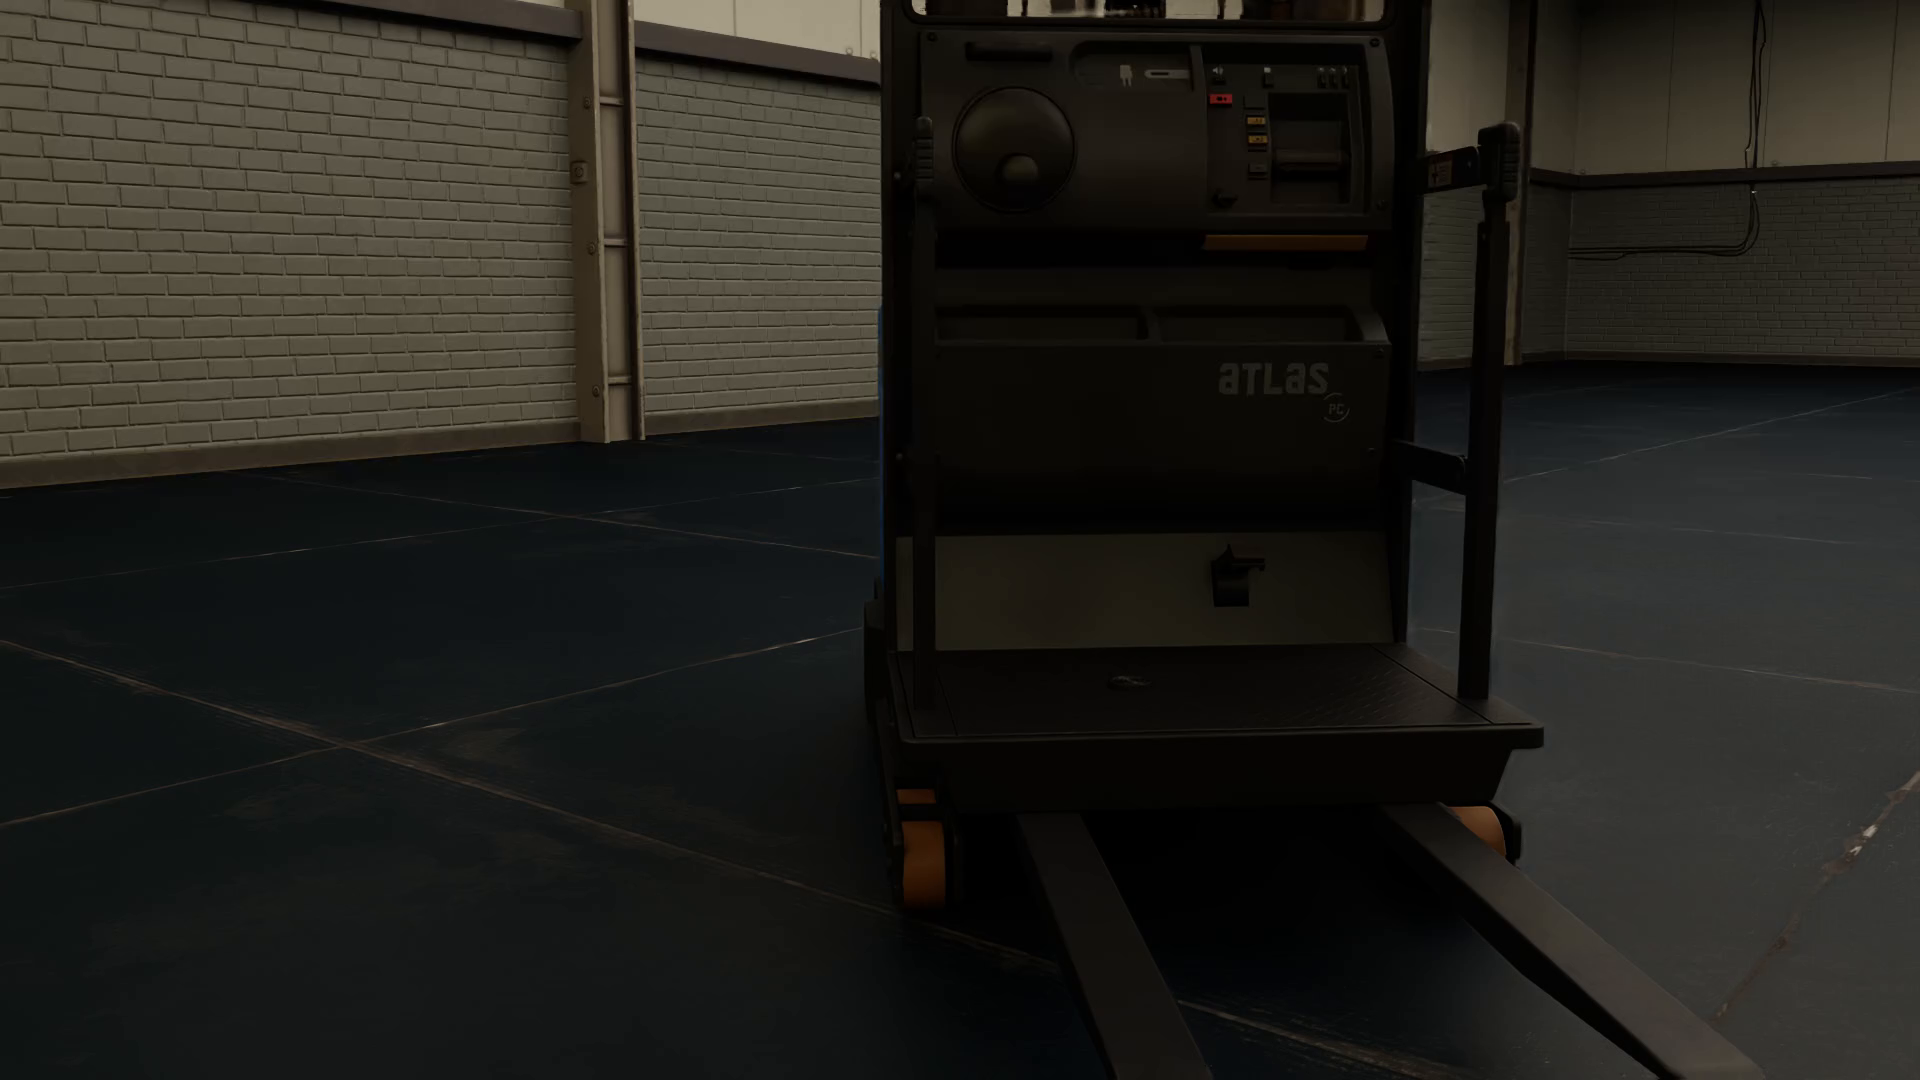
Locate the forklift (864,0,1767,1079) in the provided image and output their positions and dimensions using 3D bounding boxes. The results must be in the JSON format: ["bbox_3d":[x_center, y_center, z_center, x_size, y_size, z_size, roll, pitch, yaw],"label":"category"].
[{"bbox_3d":[0.407,-0.844,3.052,1.130,2.935,3.031,-1,8,-5],"label":"forklift"}]
